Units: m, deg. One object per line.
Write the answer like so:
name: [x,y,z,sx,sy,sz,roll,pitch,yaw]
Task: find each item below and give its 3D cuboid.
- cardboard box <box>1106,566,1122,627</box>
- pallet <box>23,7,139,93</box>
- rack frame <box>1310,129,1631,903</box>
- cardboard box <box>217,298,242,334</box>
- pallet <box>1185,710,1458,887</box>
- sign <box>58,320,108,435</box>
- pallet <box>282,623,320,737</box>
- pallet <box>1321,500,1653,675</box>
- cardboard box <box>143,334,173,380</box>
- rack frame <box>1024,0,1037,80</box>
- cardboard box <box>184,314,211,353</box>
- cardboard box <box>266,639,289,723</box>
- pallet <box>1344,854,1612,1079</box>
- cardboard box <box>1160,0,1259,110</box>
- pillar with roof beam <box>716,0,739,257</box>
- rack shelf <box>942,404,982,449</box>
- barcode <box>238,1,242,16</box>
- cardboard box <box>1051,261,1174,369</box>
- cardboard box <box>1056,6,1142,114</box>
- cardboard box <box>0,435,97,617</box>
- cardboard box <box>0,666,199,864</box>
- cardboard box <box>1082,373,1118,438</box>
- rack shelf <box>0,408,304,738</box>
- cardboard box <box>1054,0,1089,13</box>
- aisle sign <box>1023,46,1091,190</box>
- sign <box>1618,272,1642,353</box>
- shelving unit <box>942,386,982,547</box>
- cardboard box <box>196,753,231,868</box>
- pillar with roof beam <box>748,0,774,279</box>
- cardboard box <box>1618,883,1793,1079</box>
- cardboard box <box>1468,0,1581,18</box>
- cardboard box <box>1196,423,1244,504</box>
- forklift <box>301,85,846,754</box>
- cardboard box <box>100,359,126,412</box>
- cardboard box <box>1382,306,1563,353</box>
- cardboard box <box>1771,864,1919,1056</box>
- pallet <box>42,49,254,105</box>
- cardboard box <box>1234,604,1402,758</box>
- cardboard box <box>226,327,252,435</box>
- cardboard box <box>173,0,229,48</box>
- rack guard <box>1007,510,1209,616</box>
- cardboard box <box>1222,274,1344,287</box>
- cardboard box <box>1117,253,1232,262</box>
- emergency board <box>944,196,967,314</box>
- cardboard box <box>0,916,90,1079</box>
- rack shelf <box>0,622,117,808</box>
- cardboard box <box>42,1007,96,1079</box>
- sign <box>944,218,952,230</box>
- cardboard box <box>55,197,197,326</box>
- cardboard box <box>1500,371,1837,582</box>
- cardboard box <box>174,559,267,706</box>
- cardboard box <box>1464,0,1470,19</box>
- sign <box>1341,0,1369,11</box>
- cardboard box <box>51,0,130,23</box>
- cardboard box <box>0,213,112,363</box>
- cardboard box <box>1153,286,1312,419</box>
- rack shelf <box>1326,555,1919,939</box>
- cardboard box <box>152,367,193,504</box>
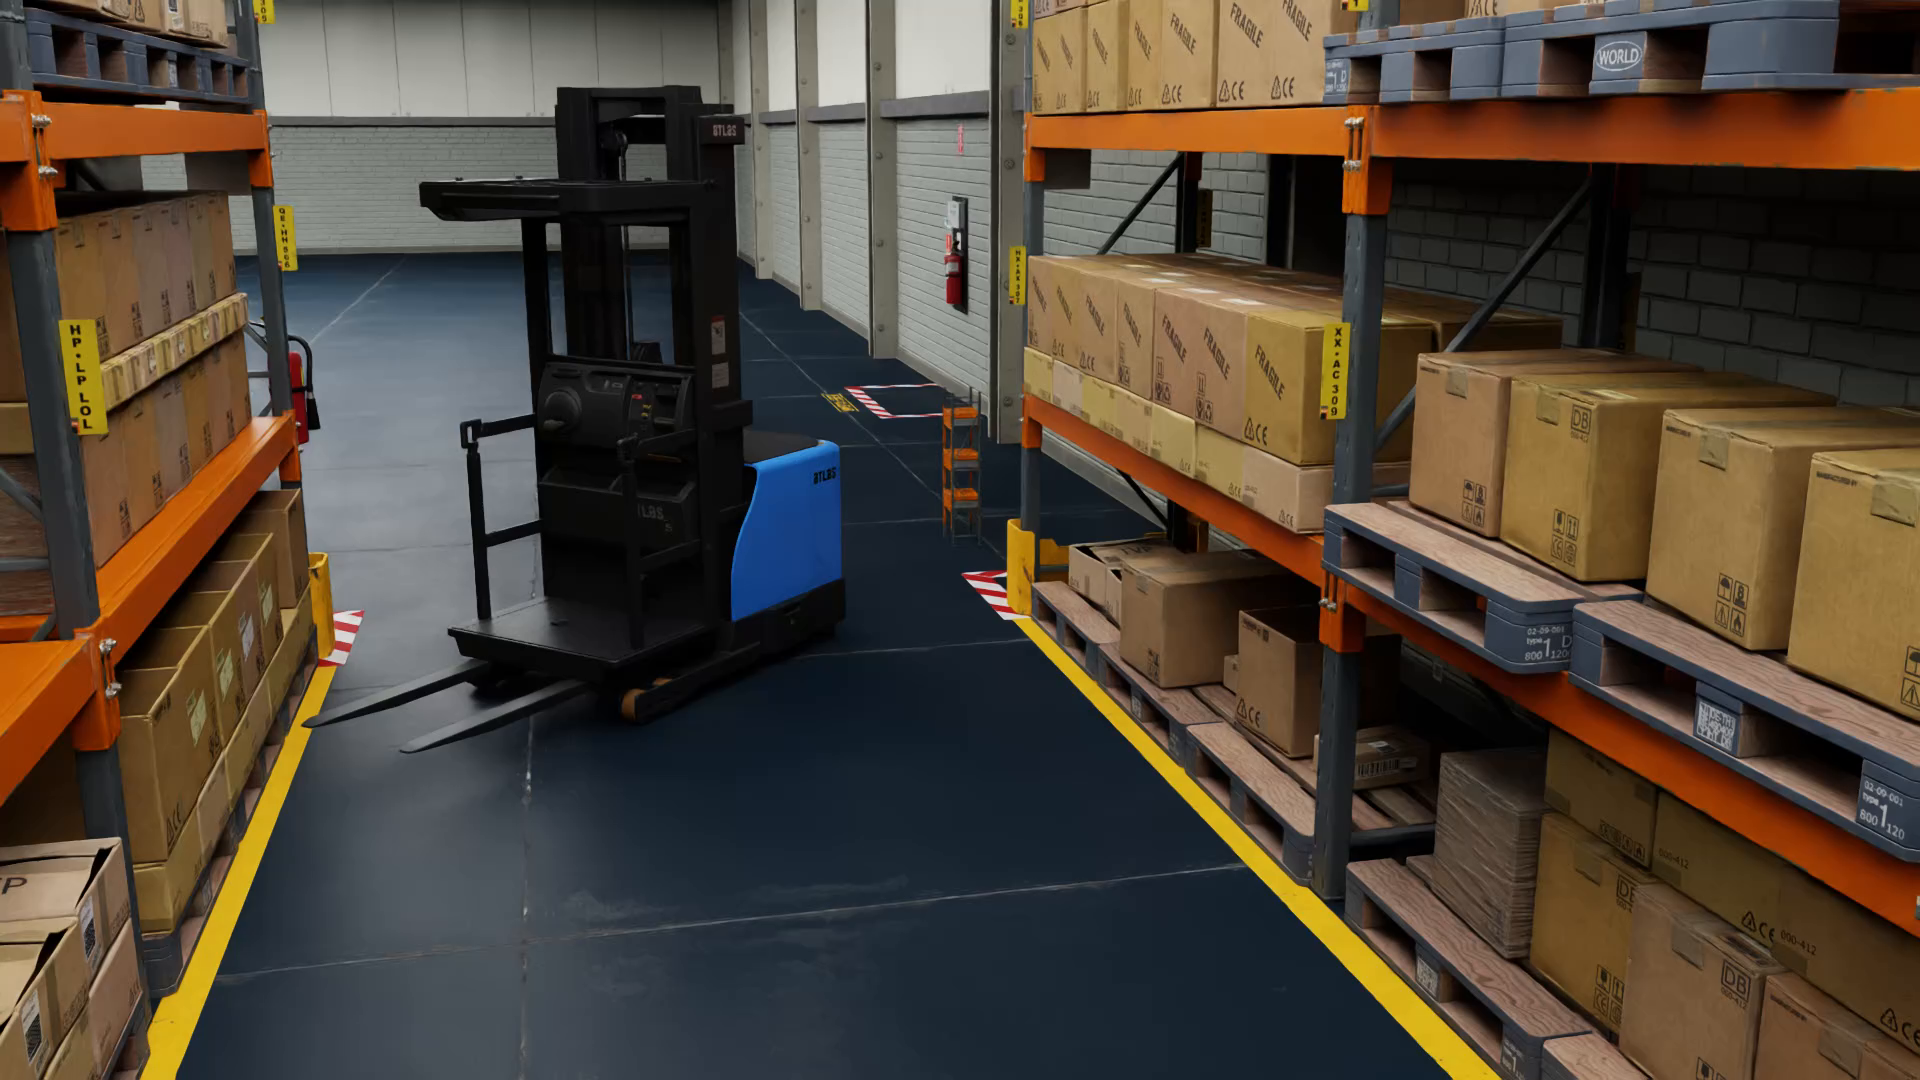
cardboard box: [1.066,0.284,8.683,0.500,0.311,0.500,-2,14,-9]
pallet: [-3.244,-1.514,5.172,1.003,0.211,1.213,-3,14,-13]
rack frame: [1.796,-0.182,5.852,1.000,3.000,0.127,-3,14,-13]
cardboard box: [-3.620,-1.054,7.842,0.380,0.149,0.250,-3,14,-12]
pallet: [1.604,1.020,6.809,1.003,0.211,1.213,-3,14,-13]
sign: [-2.493,-0.461,4.723,0.100,0.325,0.005,-3,14,-13]
pallet: [-3.737,0.701,8.113,1.003,0.211,1.213,-3,14,-13]
pallet: [1.834,0.096,5.119,1.003,0.211,1.213,-3,14,-13]
cardboard box: [-3.260,-0.699,6.389,0.380,0.149,0.250,-3,14,-14]
rack frame: [0.857,-4.019,8.917,1.000,3.000,0.127,-3,14,-13]
cardboard box: [-3.441,-0.876,7.115,0.380,0.149,0.250,-3,14,-11]
cardboard box: [-3.296,0.641,7.391,0.500,0.250,0.500,-3,14,-13]
pallet: [1.980,1.352,5.448,1.003,0.211,1.213,-3,14,-13]
cardboard box: [1.164,-2.043,6.897,0.500,0.500,0.500,-4,14,-15]
pillar with roof beam: [-9.368,-10.587,35.799,9.100,9.000,0.400,-3,14,-13]
rack shelf: [0.013,-0.763,11.187,0.215,0.259,0.240,-3,14,-13]
barcode: [-3.418,-2.524,7.895,0.001,0.075,0.075,-3,14,-13]
cardboard box: [0.783,-1.164,8.567,0.500,0.500,0.500,-3,14,-13]
cardboard box: [0.784,-2.403,8.370,0.500,0.500,0.500,-2,14,-9]
cardboard box: [-3.129,-0.056,5.124,0.700,0.500,0.500,-4,14,-15]
cardboard box: [-2.823,0.738,5.415,0.500,0.500,0.500,-3,14,-13]
cardboard box: [0.912,-0.674,8.141,0.500,0.250,0.500,-4,14,-14]
rack shelf: [-3.488,-0.017,6.692,1.077,0.370,4.000,-3,14,-13]
cardboard box: [0.780,-2.885,8.235,0.500,0.500,0.500,-3,14,-14]
aisle sign: [0.548,-2.367,9.320,0.394,0.787,0.004,-3,14,-13]
sign: [2.335,-0.776,5.844,0.100,0.325,0.005,-3,14,-13]
shelving unit: [0.013,-0.498,11.252,0.215,1.050,0.252,-3,14,-13]
cardboard box: [-2.945,0.987,5.975,0.500,0.250,0.500,-3,14,-13]
pillar with roof beam: [-7.959,-9.202,30.133,9.100,9.000,0.400,-3,14,-13]
cardboard box: [2.236,1.224,4.437,0.700,0.500,0.500,-3,14,-13]
cardboard box: [1.847,-1.761,4.899,0.500,0.500,0.500,-1,14,-5]
cardboard box: [1.281,-0.327,6.717,0.500,0.250,0.500,-3,14,-13]
forklift: [-1.814,-0.677,8.024,1.130,2.935,3.031,8,16,29]
cardboard box: [-3.077,-0.519,5.655,0.380,0.149,0.250,-3,14,-14]
cardboard box: [1.889,-0.603,6.269,0.500,0.500,0.500,-4,14,-14]
cardboard box: [2.317,0.961,3.935,0.500,0.250,0.500,-3,14,-13]
pallet: [-3.817,-2.077,7.476,1.003,0.211,1.213,-3,14,-13]
cardboard box: [1.513,0.581,7.067,0.500,0.500,0.500,-4,14,-17]
cardboard box: [-3.860,-0.768,8.039,0.700,0.500,0.500,-3,14,-13]
cardboard box: [-3.431,-2.233,7.063,0.500,0.250,0.500,-3,14,-13]
rack guard: [0.874,0.127,9.854,1.175,0.500,0.348,-3,14,-13]
cardboard box: [1.526,-0.957,7.718,0.500,0.500,0.500,-3,14,-12]
cardboard box: [1.174,-1.309,9.158,0.500,0.500,0.500,-3,14,-14]
emergency board: [-0.091,-2.948,17.173,0.194,1.169,0.643,-3,14,-13]
cardboard box: [-2.516,1.151,4.121,0.500,0.311,0.500,-3,14,-12]
rack shelf: [-2.549,0.906,2.915,1.077,0.370,4.000,-3,14,-13]
cardboard box: [-2.522,1.423,4.191,0.500,0.250,0.500,-4,14,-14]
sign: [-0.128,-3.354,17.645,0.001,0.109,0.331,-3,14,-13]
cardboard box: [-3.600,-1.149,6.864,0.700,0.500,0.500,-3,14,-13]
cardboard box: [2.007,-0.196,4.770,0.700,0.500,0.500,-2,14,-7]
cardboard box: [-3.177,0.392,6.831,0.500,0.500,0.500,-3,14,-13]
cardboard box: [1.926,-1.824,6.002,0.500,0.500,0.500,-3,14,-11]
sign: [1.270,-1.858,5.303,0.100,0.325,0.005,-3,14,-13]
cardboard box: [-3.007,-1.846,5.352,0.500,0.311,0.500,-4,14,-16]
cardboard box: [-3.248,-0.802,5.446,0.700,0.500,0.500,-3,14,-13]
cardboard box: [1.154,-0.807,7.102,0.500,0.500,0.500,-4,14,-15]
rack shelf: [2.266,0.629,4.048,1.077,0.370,4.000,-3,14,-13]
cardboard box: [-3.494,-0.411,6.578,0.700,0.500,0.500,-3,14,-11]
